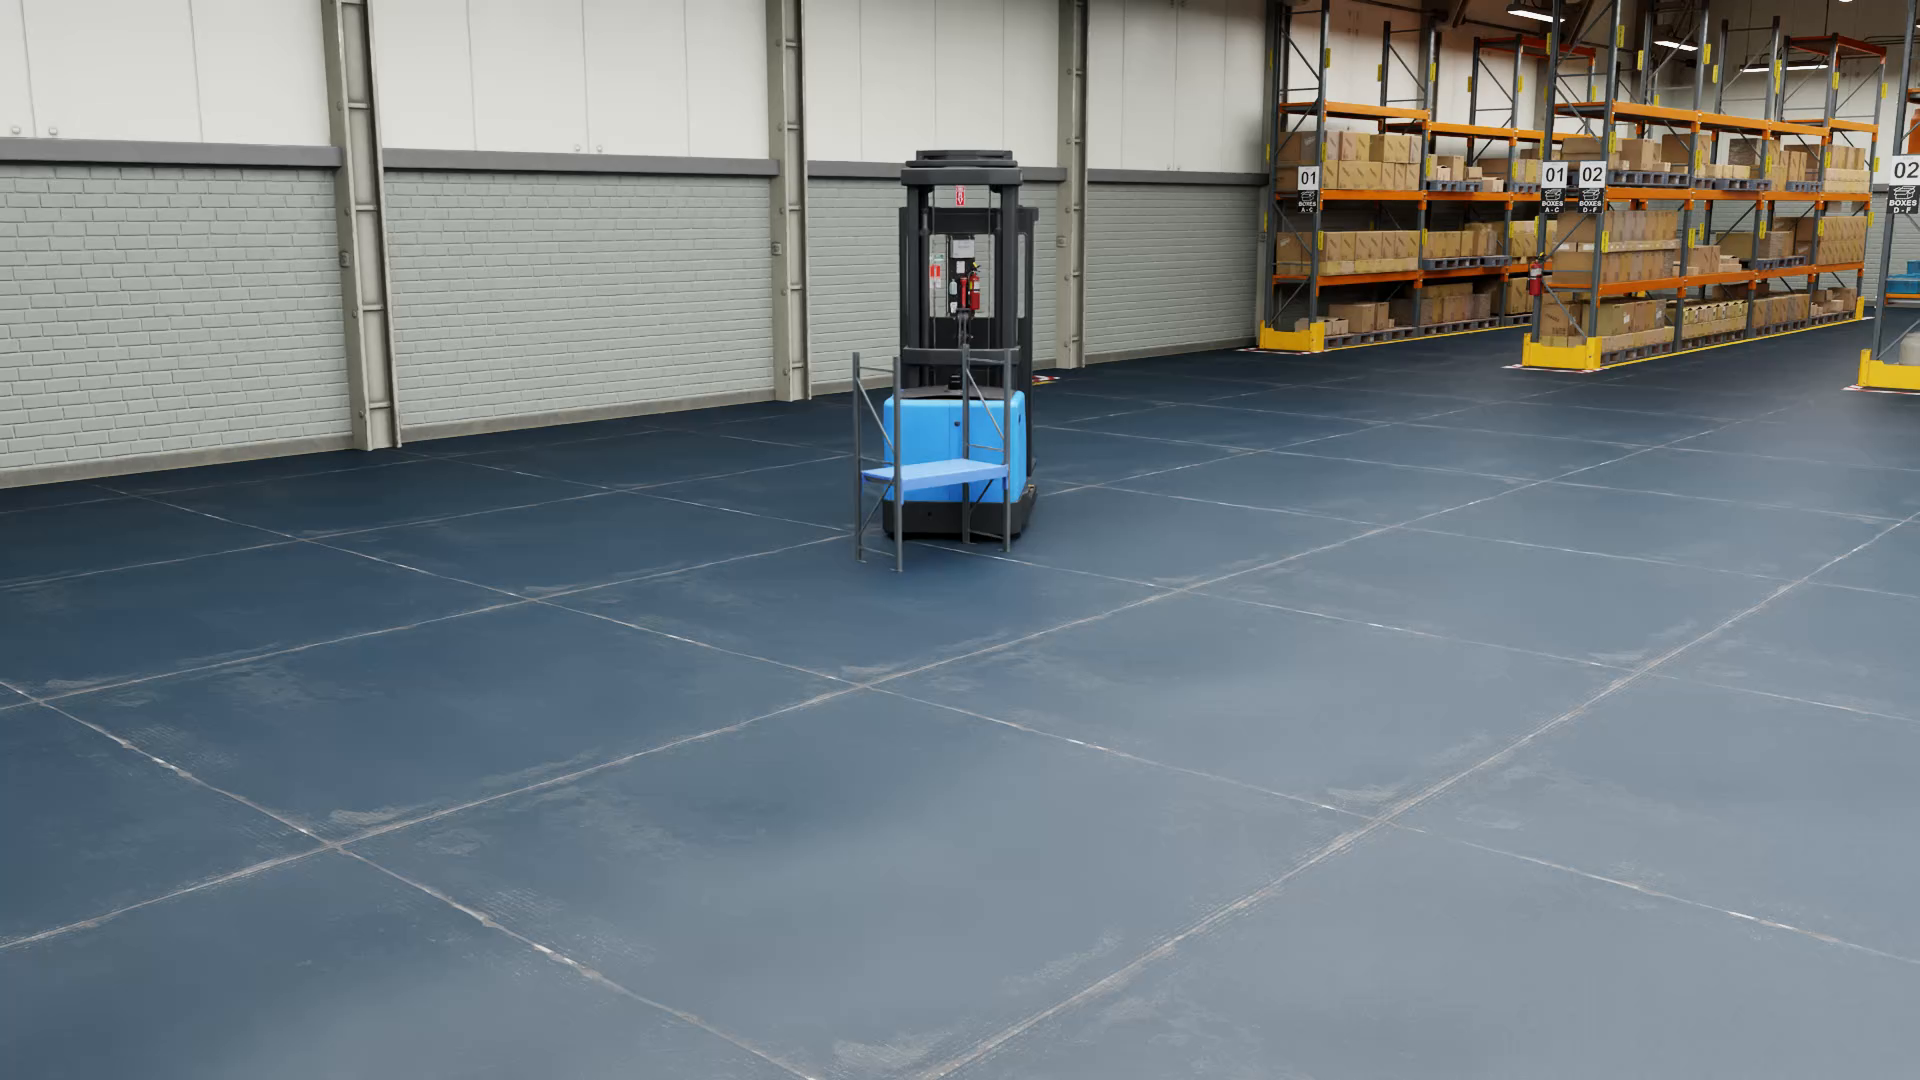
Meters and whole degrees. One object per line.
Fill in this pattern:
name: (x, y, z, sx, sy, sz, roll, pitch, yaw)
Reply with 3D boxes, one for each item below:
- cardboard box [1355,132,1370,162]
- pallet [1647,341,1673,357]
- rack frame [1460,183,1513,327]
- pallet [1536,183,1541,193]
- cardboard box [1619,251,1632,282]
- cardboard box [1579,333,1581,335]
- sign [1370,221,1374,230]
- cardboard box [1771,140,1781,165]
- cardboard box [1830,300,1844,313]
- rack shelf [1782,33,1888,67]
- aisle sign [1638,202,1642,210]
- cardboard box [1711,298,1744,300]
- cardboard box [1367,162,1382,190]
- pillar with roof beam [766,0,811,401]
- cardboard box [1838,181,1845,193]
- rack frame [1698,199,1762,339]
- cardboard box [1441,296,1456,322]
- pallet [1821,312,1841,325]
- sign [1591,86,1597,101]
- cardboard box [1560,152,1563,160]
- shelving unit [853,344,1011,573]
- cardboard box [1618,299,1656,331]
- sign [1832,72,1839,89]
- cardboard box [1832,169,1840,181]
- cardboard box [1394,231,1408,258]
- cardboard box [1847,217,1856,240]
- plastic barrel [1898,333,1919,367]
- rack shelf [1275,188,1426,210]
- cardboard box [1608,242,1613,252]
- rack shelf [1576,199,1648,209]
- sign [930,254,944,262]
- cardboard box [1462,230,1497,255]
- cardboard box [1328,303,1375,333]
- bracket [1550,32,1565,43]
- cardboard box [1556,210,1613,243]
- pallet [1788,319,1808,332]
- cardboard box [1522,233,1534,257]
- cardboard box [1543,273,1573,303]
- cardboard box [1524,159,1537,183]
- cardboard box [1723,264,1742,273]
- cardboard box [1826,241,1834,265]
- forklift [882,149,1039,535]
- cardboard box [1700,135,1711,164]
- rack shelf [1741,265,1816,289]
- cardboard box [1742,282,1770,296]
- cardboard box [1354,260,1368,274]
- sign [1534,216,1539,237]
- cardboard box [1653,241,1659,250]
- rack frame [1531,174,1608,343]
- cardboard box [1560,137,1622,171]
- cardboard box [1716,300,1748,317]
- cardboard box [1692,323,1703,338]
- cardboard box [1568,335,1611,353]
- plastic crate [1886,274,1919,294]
cardboard box: (7.029, -7.076, 29.961, 0.500, 0.500, 0.500, 10, 15, 42)
pallet: (11.701, -3.356, 28.974, 1.003, 0.211, 1.213, 10, 15, 40)
rack frame: (11.174, -6.063, 35.409, 1.000, 3.000, 0.127, 10, 15, 40)
pallet: (12.296, -7.708, 36.468, 1.003, 0.211, 1.213, 11, 16, 43)
cardboard box: (10.610, -4.513, 27.390, 0.700, 0.500, 0.500, 10, 15, 41)
cardboard box: (10.070, -3.296, 27.503, 0.500, 0.250, 0.500, 10, 15, 40)
sign: (8.115, -6.114, 32.706, 0.100, 0.325, 0.005, 10, 15, 40)
cardboard box: (15.864, -7.647, 32.873, 0.500, 0.500, 0.500, 10, 15, 40)
cardboard box: (19.355, -5.220, 37.084, 0.500, 0.250, 0.500, 10, 15, 40)
rack shelf: (18.859, -10.525, 35.783, 1.077, 0.370, 4.000, 10, 15, 40)
aisle sign: (16.728, -8.487, 40.907, 0.394, 0.787, 0.004, 10, 15, 40)
cardboard box: (15.339, -4.581, 33.248, 0.500, 0.500, 0.500, 11, 15, 43)
cardboard box: (7.361, -6.666, 30.461, 0.500, 0.500, 0.500, 11, 16, 44)
pillar with roof beam: (1.018, -5.721, 18.378, 9.100, 9.000, 0.400, 10, 15, 40)
cardboard box: (18.709, -7.595, 35.804, 0.500, 0.250, 0.500, 10, 15, 40)
rack frame: (14.898, -5.423, 32.206, 1.000, 3.000, 0.127, 10, 15, 40)
cardboard box: (9.678, -4.727, 33.980, 0.700, 0.500, 0.500, 10, 15, 41)
pallet: (18.798, -4.925, 36.833, 1.003, 0.211, 1.213, 10, 15, 40)
sign: (14.230, -10.022, 37.327, 0.100, 0.325, 0.005, 10, 15, 40)
cardboard box: (14.101, -8.805, 38.618, 0.500, 0.500, 0.500, 10, 15, 40)
shelving unit: (-0.193, -0.610, 11.938, 1.048, 1.500, 0.538, -10, 15, -40)
cardboard box: (11.450, -3.817, 28.199, 0.500, 0.500, 0.500, 10, 15, 40)
sign: (17.959, -9.418, 34.103, 0.100, 0.325, 0.005, 10, 15, 40)
cardboard box: (18.375, -7.768, 35.391, 0.500, 0.250, 0.500, 10, 15, 40)
cardboard box: (8.129, -5.595, 31.482, 0.500, 0.500, 0.500, 10, 15, 40)
cardboard box: (19.420, -6.887, 36.727, 0.500, 0.500, 0.500, 10, 15, 42)
plastic barrel: (13.712, -2.698, 23.840, 0.421, 0.512, 0.421, 0, 11, 0)
rack shelf: (7.214, -6.299, 30.766, 1.077, 0.370, 4.000, 10, 15, 40)
cardboard box: (10.210, -4.682, 26.585, 0.380, 0.149, 0.250, 9, 15, 39)
rack shelf: (15.135, -8.064, 39.606, 1.077, 0.370, 4.000, 10, 15, 40)
sign: (-0.347, -4.068, 23.978, 0.001, 0.109, 0.331, 10, 15, 40)
cardboard box: (10.872, -6.258, 35.004, 0.700, 0.500, 0.500, 8, 14, 34)
cardboard box: (7.316, -4.152, 31.098, 0.700, 0.500, 0.500, 9, 14, 37)
bracket: (13.620, -11.467, 37.956, 0.235, 0.232, 0.430, 10, 15, 40)
cardboard box: (9.970, -5.006, 26.550, 0.700, 0.500, 0.500, 10, 15, 41)
pallet: (17.030, -4.520, 34.802, 1.003, 0.211, 1.213, 10, 15, 40)
cardboard box: (12.040, -6.382, 35.940, 0.500, 0.500, 0.500, 10, 15, 42)
cardboard box: (13.483, -5.691, 37.962, 0.750, 0.750, 0.750, 10, 15, 41)
cardboard box: (12.137, -8.042, 36.281, 0.700, 0.500, 0.500, 11, 16, 43)
cardboard box: (14.512, -5.132, 31.389, 0.380, 0.149, 0.250, 10, 15, 40)
cardboard box: (18.415, -6.176, 35.721, 0.500, 0.500, 0.500, 10, 15, 41)
forklift: (0.077, -1.714, 13.809, 1.130, 2.935, 3.031, 1, 11, 6)
cardboard box: (13.053, -6.978, 29.729, 0.500, 0.500, 0.500, -10, 15, -42)
rack shelf: (16.218, -5.365, 33.749, 1.077, 0.370, 4.000, 10, 15, 40)
cardboard box: (16.376, -5.183, 34.345, 0.500, 0.250, 0.500, 10, 15, 40)
cardboard box: (7.127, -5.006, 30.446, 0.500, 0.250, 0.500, 9, 15, 39)
sign: (9.219, -5.002, 26.537, 0.100, 0.325, 0.005, 10, 15, 40)
cardboard box: (11.566, -4.985, 28.098, 0.380, 0.149, 0.250, 10, 15, 40)
rack frame: (9.617, -4.246, 26.313, 1.000, 3.000, 0.127, 10, 15, 40)
cardboard box: (10.000, -6.126, 26.374, 0.637, 0.503, 0.797, -11, 16, -44)
cardboard box: (14.737, -4.447, 31.834, 0.500, 0.311, 0.500, 10, 15, 42)
cardboard box: (13.048, -3.795, 30.000, 0.500, 0.250, 0.500, 10, 15, 42)
cardboard box: (10.138, -3.154, 26.792, 0.500, 0.250, 0.500, 10, 15, 40)
plastic crate: (13.441, -3.645, 23.680, 0.499, 0.251, 0.616, 10, 15, 40)
